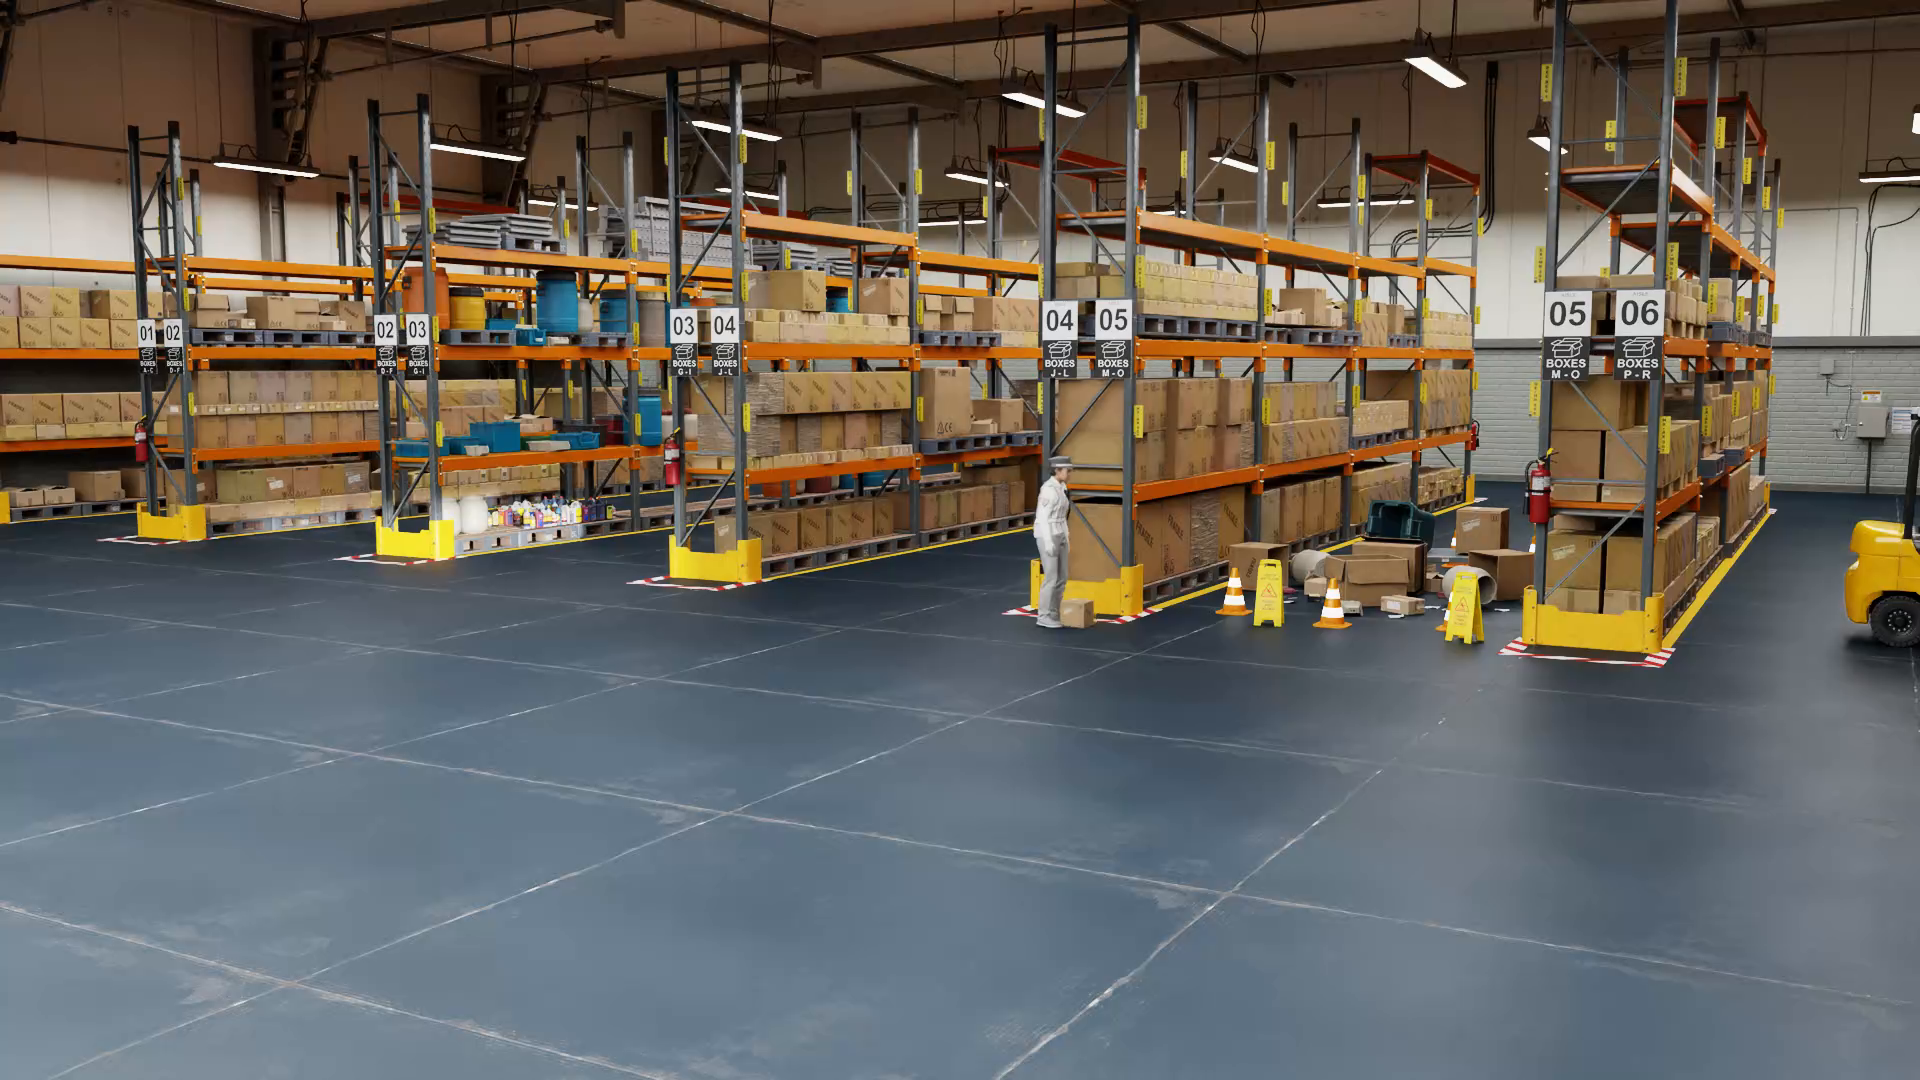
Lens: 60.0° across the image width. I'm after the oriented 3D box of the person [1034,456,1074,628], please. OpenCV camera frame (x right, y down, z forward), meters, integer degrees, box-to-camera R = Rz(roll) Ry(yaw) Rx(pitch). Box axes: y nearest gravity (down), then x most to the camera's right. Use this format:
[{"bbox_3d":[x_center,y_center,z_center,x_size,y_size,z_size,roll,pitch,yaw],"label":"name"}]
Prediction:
[{"bbox_3d":[0.928,0.006,16.301,0.372,1.662,0.523,3,7,26],"label":"person"}]
